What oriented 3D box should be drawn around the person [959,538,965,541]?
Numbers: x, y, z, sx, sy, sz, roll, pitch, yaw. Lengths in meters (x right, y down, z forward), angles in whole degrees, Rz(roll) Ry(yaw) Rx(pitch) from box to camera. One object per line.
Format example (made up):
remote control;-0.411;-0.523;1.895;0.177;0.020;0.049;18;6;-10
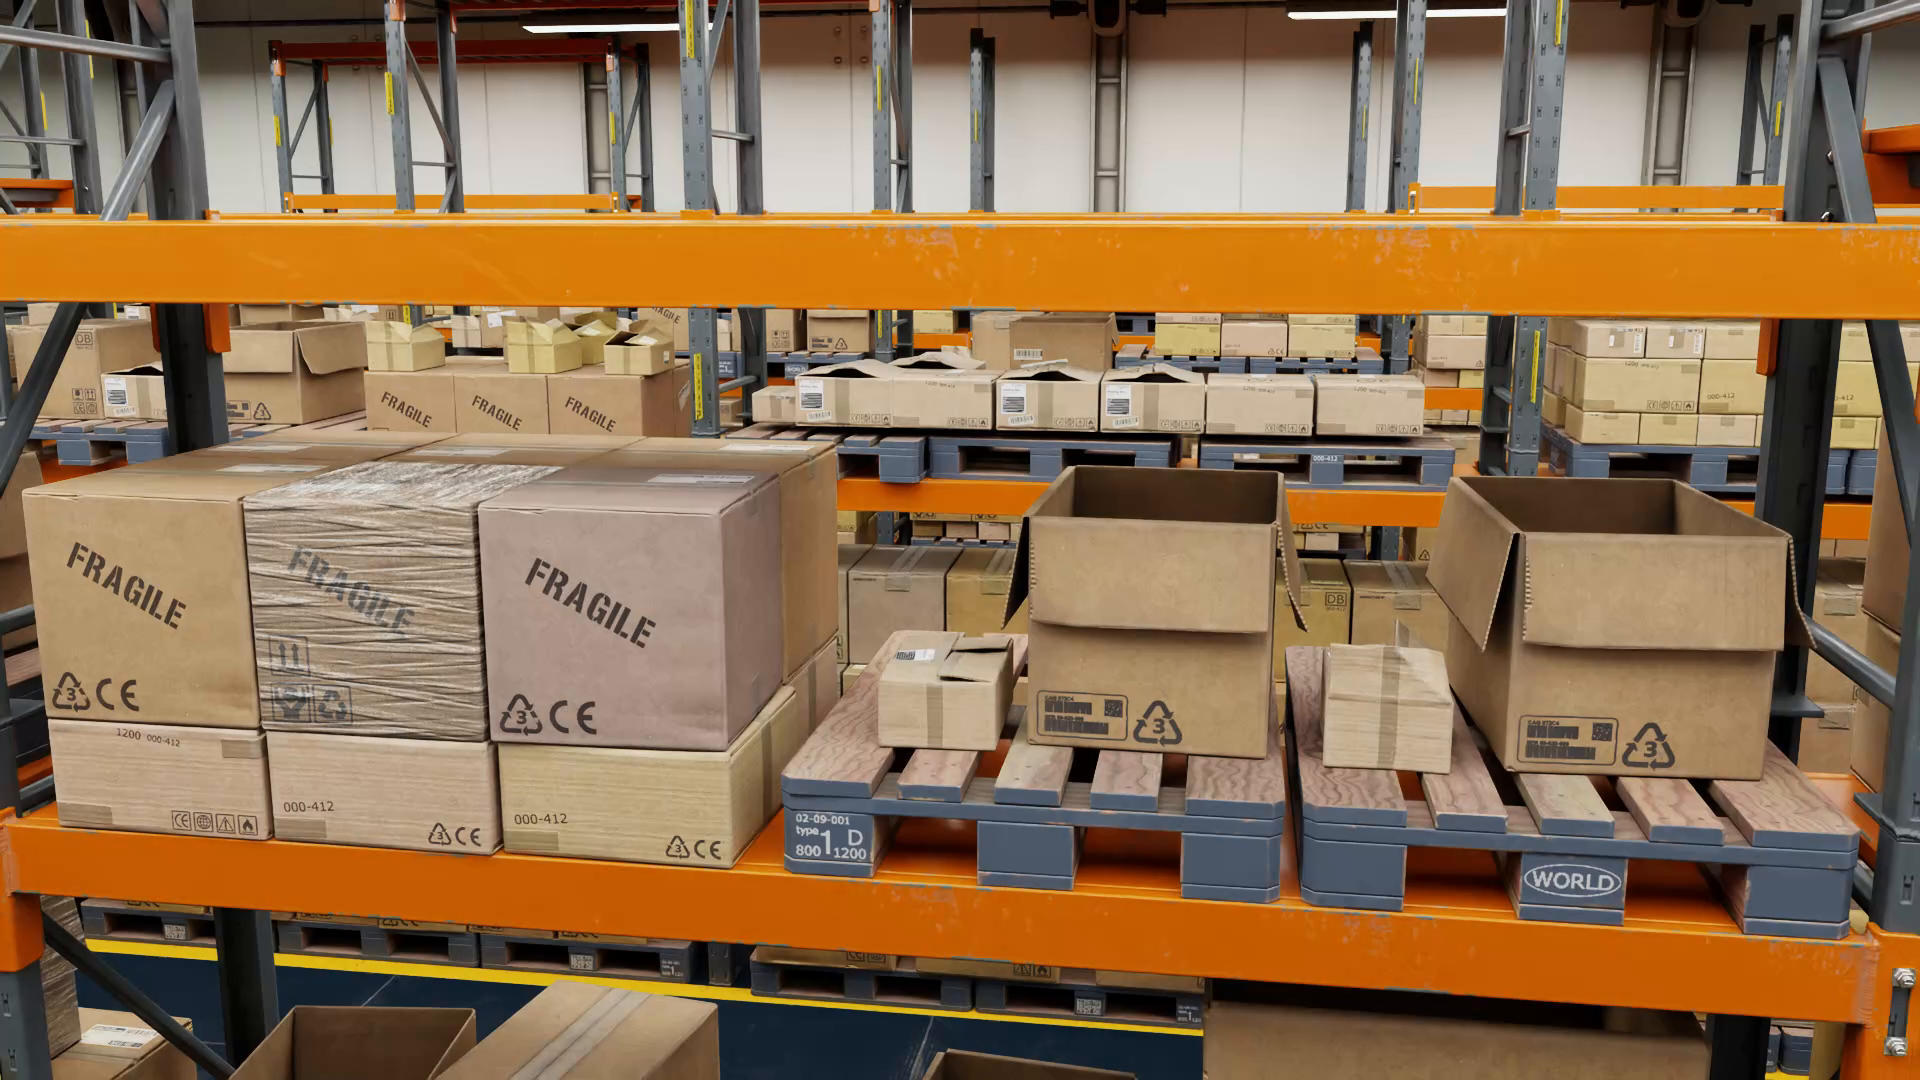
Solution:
person;-0.006;-0.121;17.493;0.630;1.696;0.460;1;11;4
